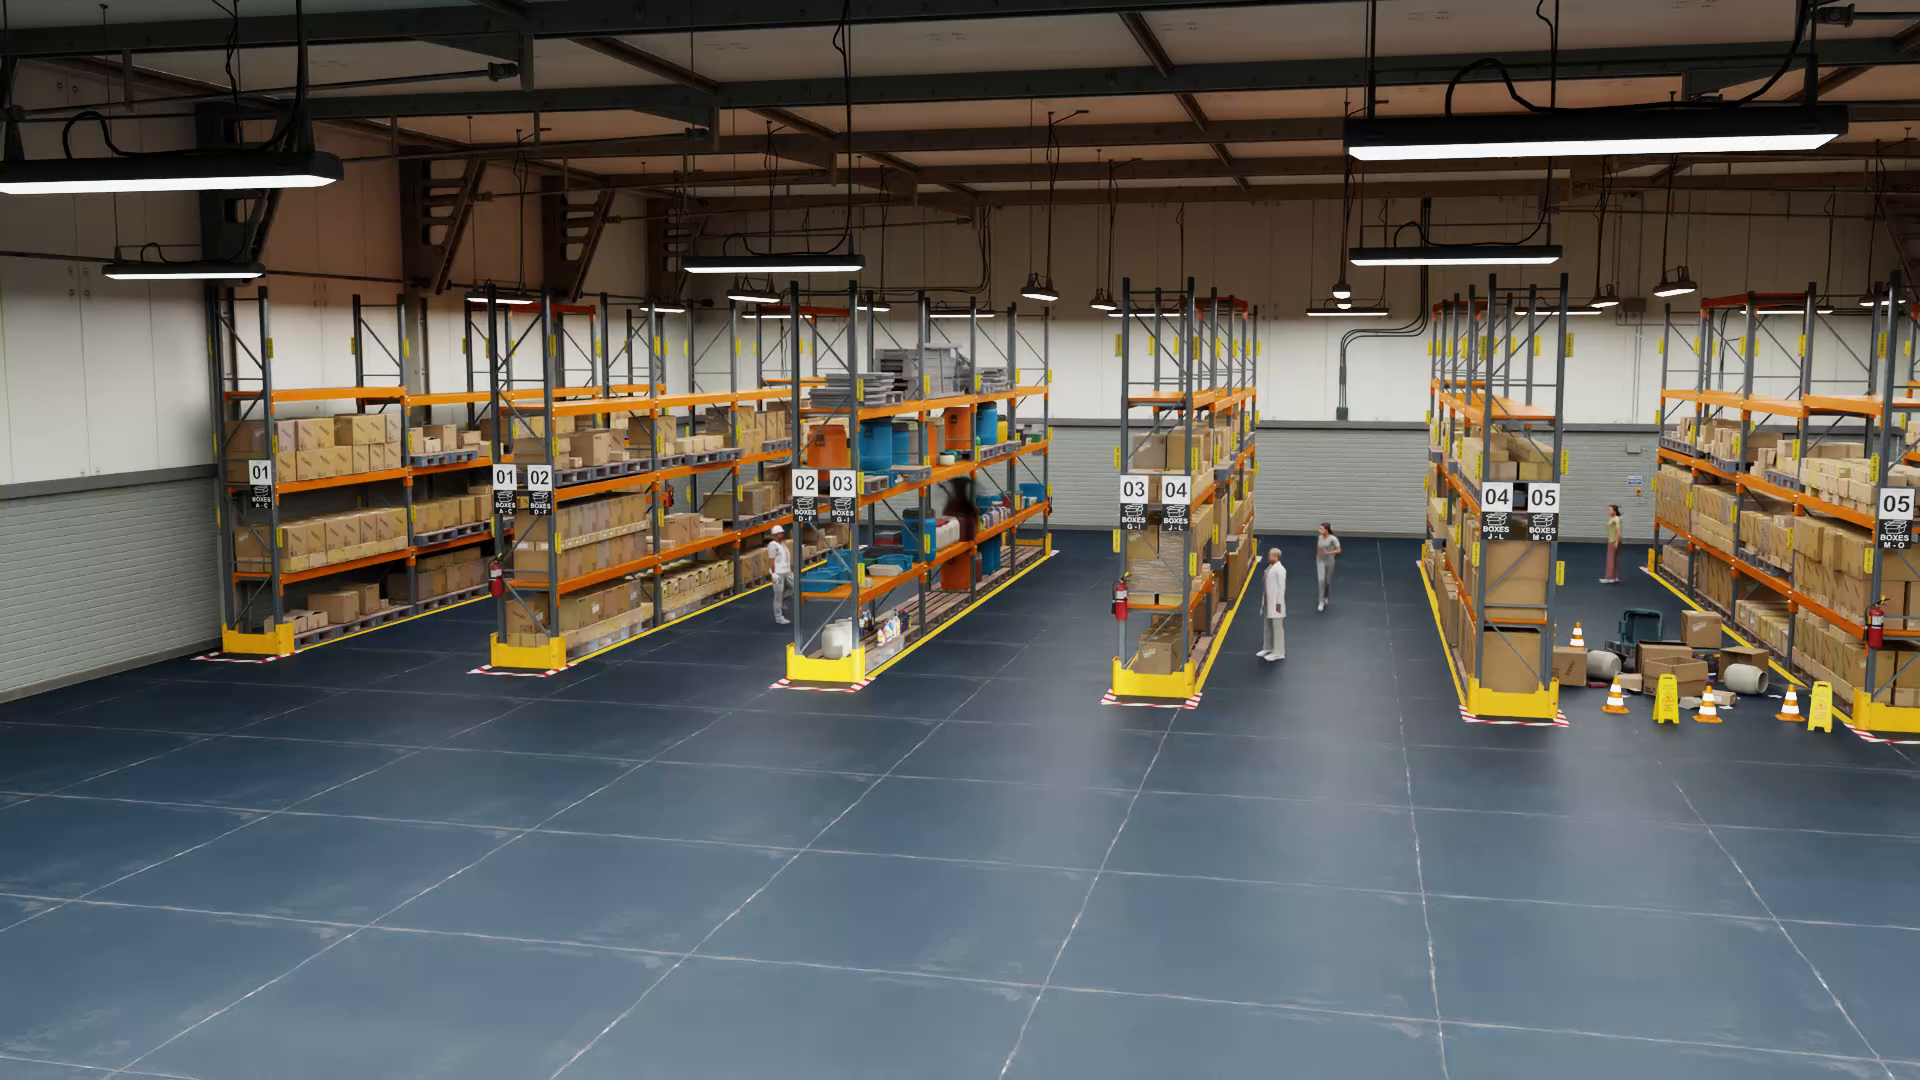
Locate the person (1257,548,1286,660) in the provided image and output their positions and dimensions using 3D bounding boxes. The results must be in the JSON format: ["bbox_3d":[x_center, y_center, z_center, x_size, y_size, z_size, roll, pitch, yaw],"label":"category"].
[{"bbox_3d":[5.042,1.022,26.911,0.408,1.788,0.612,-2,7,-18],"label":"person"}]

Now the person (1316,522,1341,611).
[{"bbox_3d":[7.084,0.477,32.001,0.460,1.643,0.997,1,7,11],"label":"person"}]

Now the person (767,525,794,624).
[{"bbox_3d":[-3.277,0.627,30.501,0.535,1.781,0.636,3,7,26],"label":"person"}]

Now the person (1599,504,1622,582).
[{"bbox_3d":[14.060,0.188,35.891,0.390,1.426,0.511,4,8,30],"label":"person"}]
